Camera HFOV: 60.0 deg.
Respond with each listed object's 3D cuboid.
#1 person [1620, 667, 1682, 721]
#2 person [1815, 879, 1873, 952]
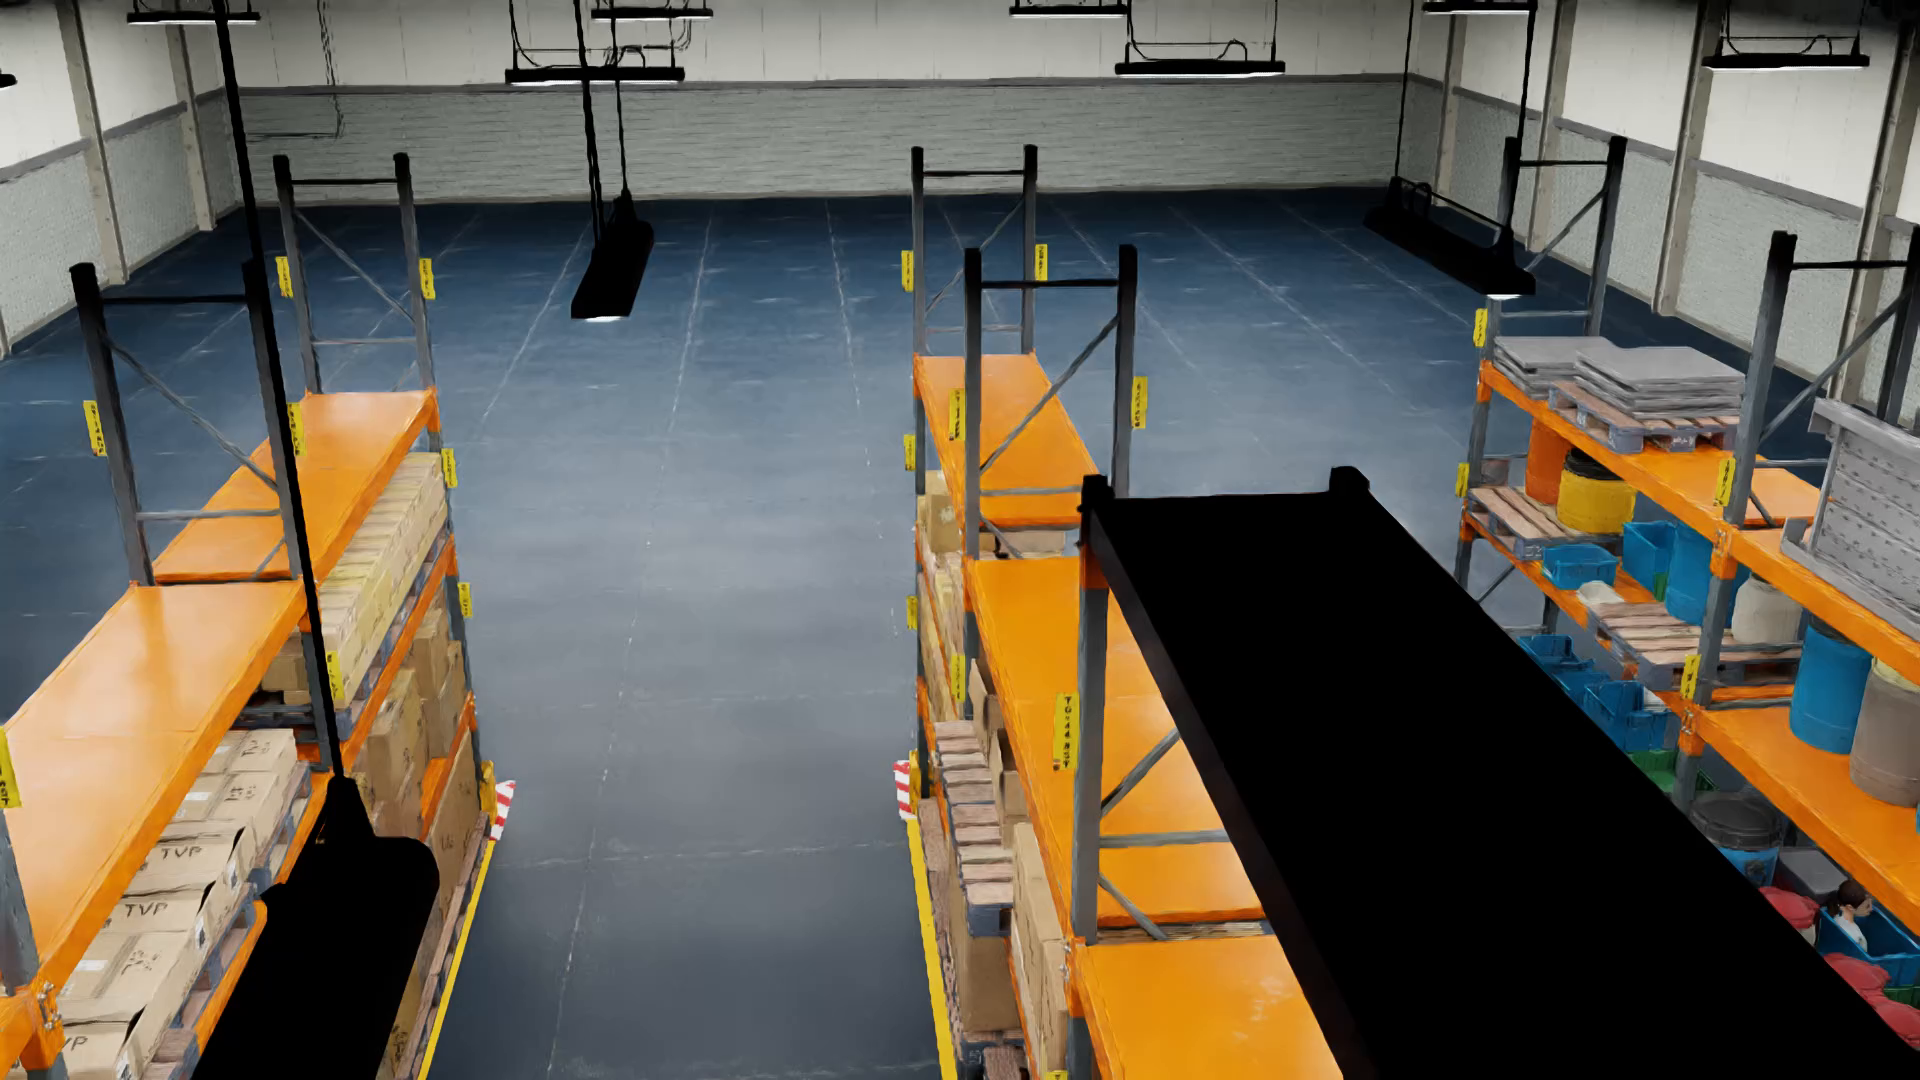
[{"bbox_3d":[6.460,1.464,15.586,0.557,1.736,1.045,-2,22,-5],"label":"person"},{"bbox_3d":[5.869,3.003,11.155,0.572,1.665,0.591,2,22,4],"label":"person"}]
